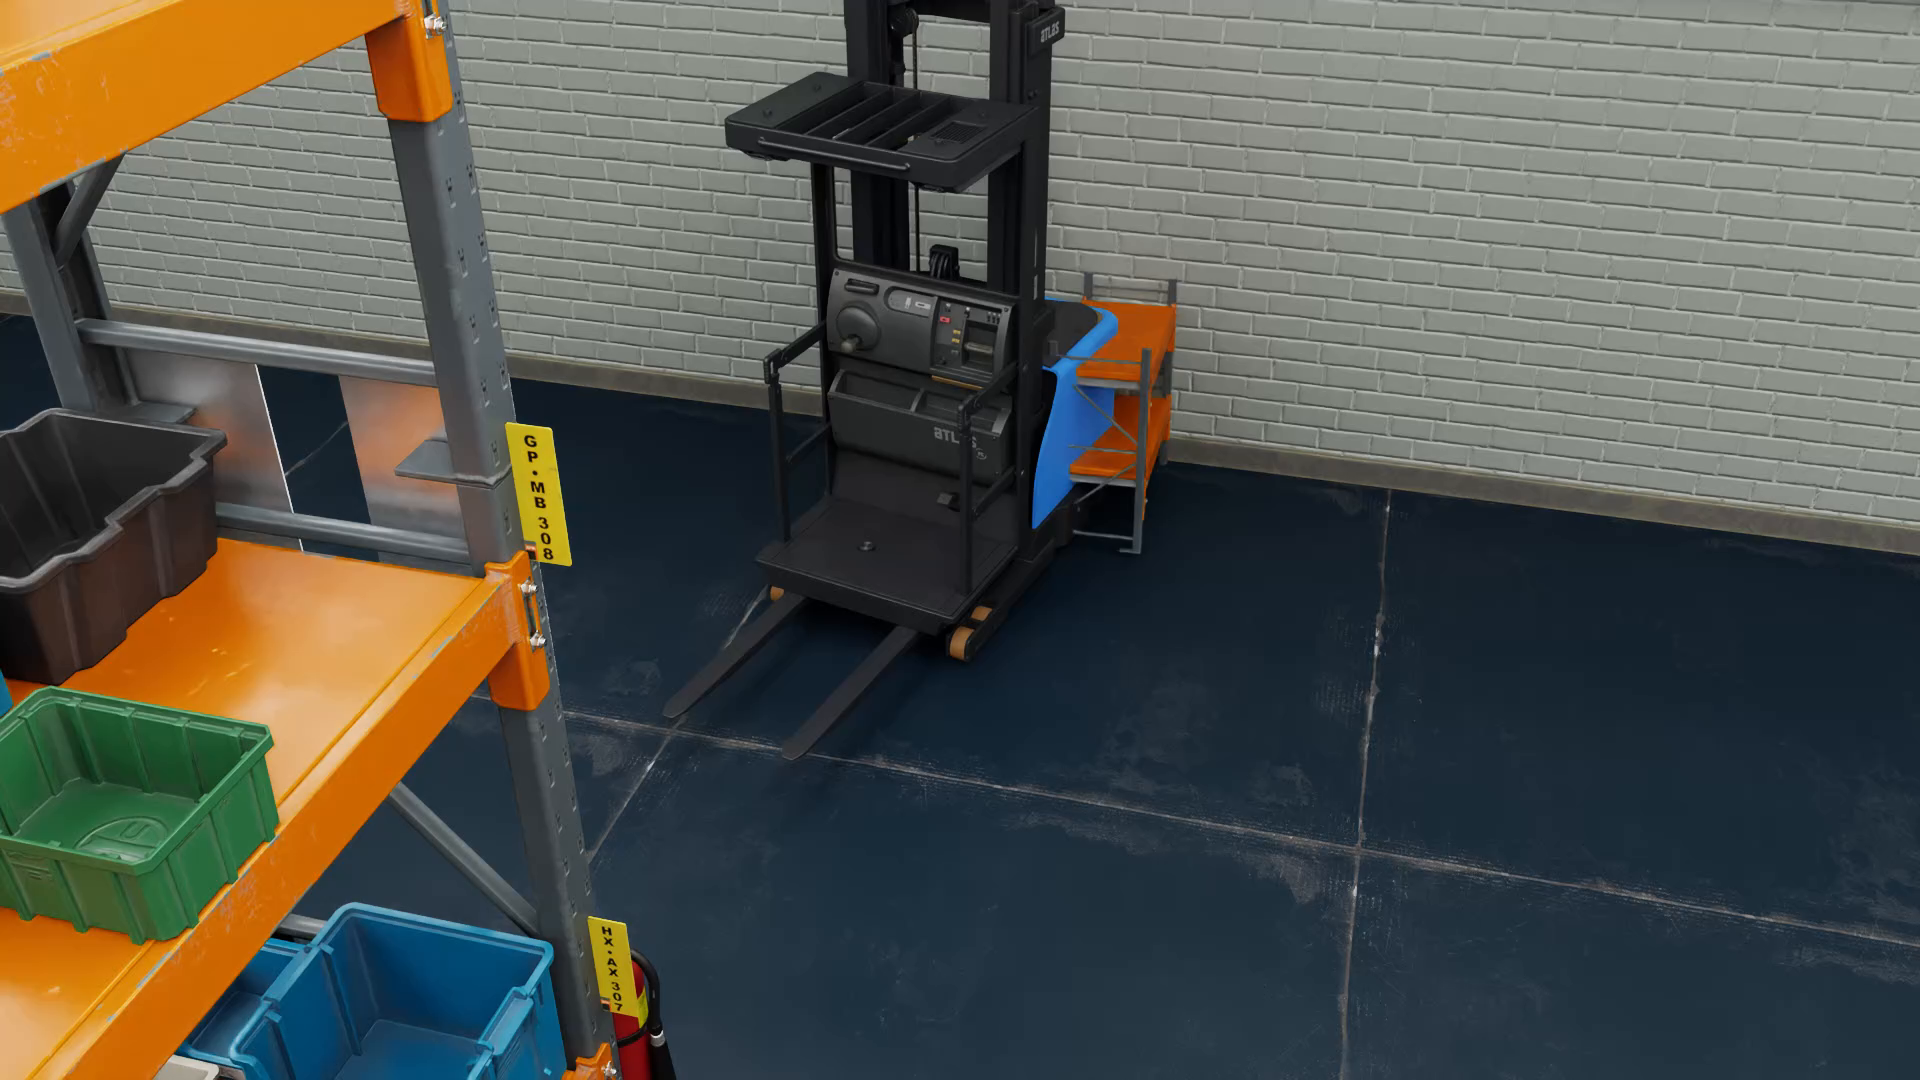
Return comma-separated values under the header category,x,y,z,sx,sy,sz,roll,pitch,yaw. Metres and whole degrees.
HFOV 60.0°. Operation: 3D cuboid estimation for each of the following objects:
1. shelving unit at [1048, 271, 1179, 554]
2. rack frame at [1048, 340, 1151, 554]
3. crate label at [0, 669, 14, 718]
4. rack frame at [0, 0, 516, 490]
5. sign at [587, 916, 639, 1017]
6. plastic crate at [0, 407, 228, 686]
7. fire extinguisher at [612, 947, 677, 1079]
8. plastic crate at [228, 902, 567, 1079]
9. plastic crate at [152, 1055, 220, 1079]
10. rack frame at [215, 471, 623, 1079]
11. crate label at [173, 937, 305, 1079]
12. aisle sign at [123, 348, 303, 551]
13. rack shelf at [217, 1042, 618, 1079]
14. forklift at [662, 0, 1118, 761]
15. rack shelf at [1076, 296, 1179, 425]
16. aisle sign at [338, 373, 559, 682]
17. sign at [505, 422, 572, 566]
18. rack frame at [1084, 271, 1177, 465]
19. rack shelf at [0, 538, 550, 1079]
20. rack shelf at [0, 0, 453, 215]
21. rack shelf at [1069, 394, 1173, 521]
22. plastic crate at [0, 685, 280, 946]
category,x,y,z,sx,sy,sz,roll,pitch,yaw
shelving unit,0.804,-0.693,8.785,0.538,1.125,1.048,6,29,12
rack frame,0.685,-0.454,8.352,0.500,1.125,0.032,6,29,12
crate label,-1.943,0.297,2.830,0.408,0.251,0.502,8,33,12
rack frame,-1.396,-1.467,2.669,1.000,3.000,0.127,8,33,12
sign,-0.860,1.063,4.131,0.100,0.325,0.005,8,33,12
plastic crate,-1.763,0.016,3.255,0.497,0.269,0.590,8,33,12
fire extinguisher,-0.918,1.239,4.426,0.296,0.674,0.183,8,33,12
plastic crate,-1.300,1.224,3.940,0.616,0.435,0.499,8,33,12
plastic crate,-1.939,1.389,3.958,0.250,0.136,0.298,8,33,12
rack frame,-1.396,1.065,4.279,1.000,3.000,0.127,8,33,12
crate label,-1.777,1.194,4.177,0.416,0.233,0.303,8,33,12
aisle sign,-1.665,-0.110,3.704,0.394,0.787,0.004,8,33,12
rack shelf,-1.904,2.406,2.839,1.077,0.370,4.000,8,33,12
forklift,-0.291,-0.937,7.492,1.130,2.935,3.031,16,36,23
rack shelf,0.802,-0.949,8.644,0.538,0.278,1.000,6,29,12
aisle sign,-1.094,-0.030,3.578,0.394,0.787,0.004,8,33,12
sign,-0.860,-0.090,3.398,0.100,0.325,0.005,8,33,12
rack frame,0.924,-0.931,9.218,0.500,1.125,0.032,6,29,12
rack shelf,-1.904,1.140,2.035,1.077,0.370,4.000,8,33,12
rack shelf,-1.904,0.043,1.337,1.077,0.370,4.000,8,33,12
rack shelf,0.807,-0.478,8.903,0.538,0.278,1.000,6,29,12
plastic crate,-1.370,0.439,2.665,0.450,0.188,0.336,8,33,12
